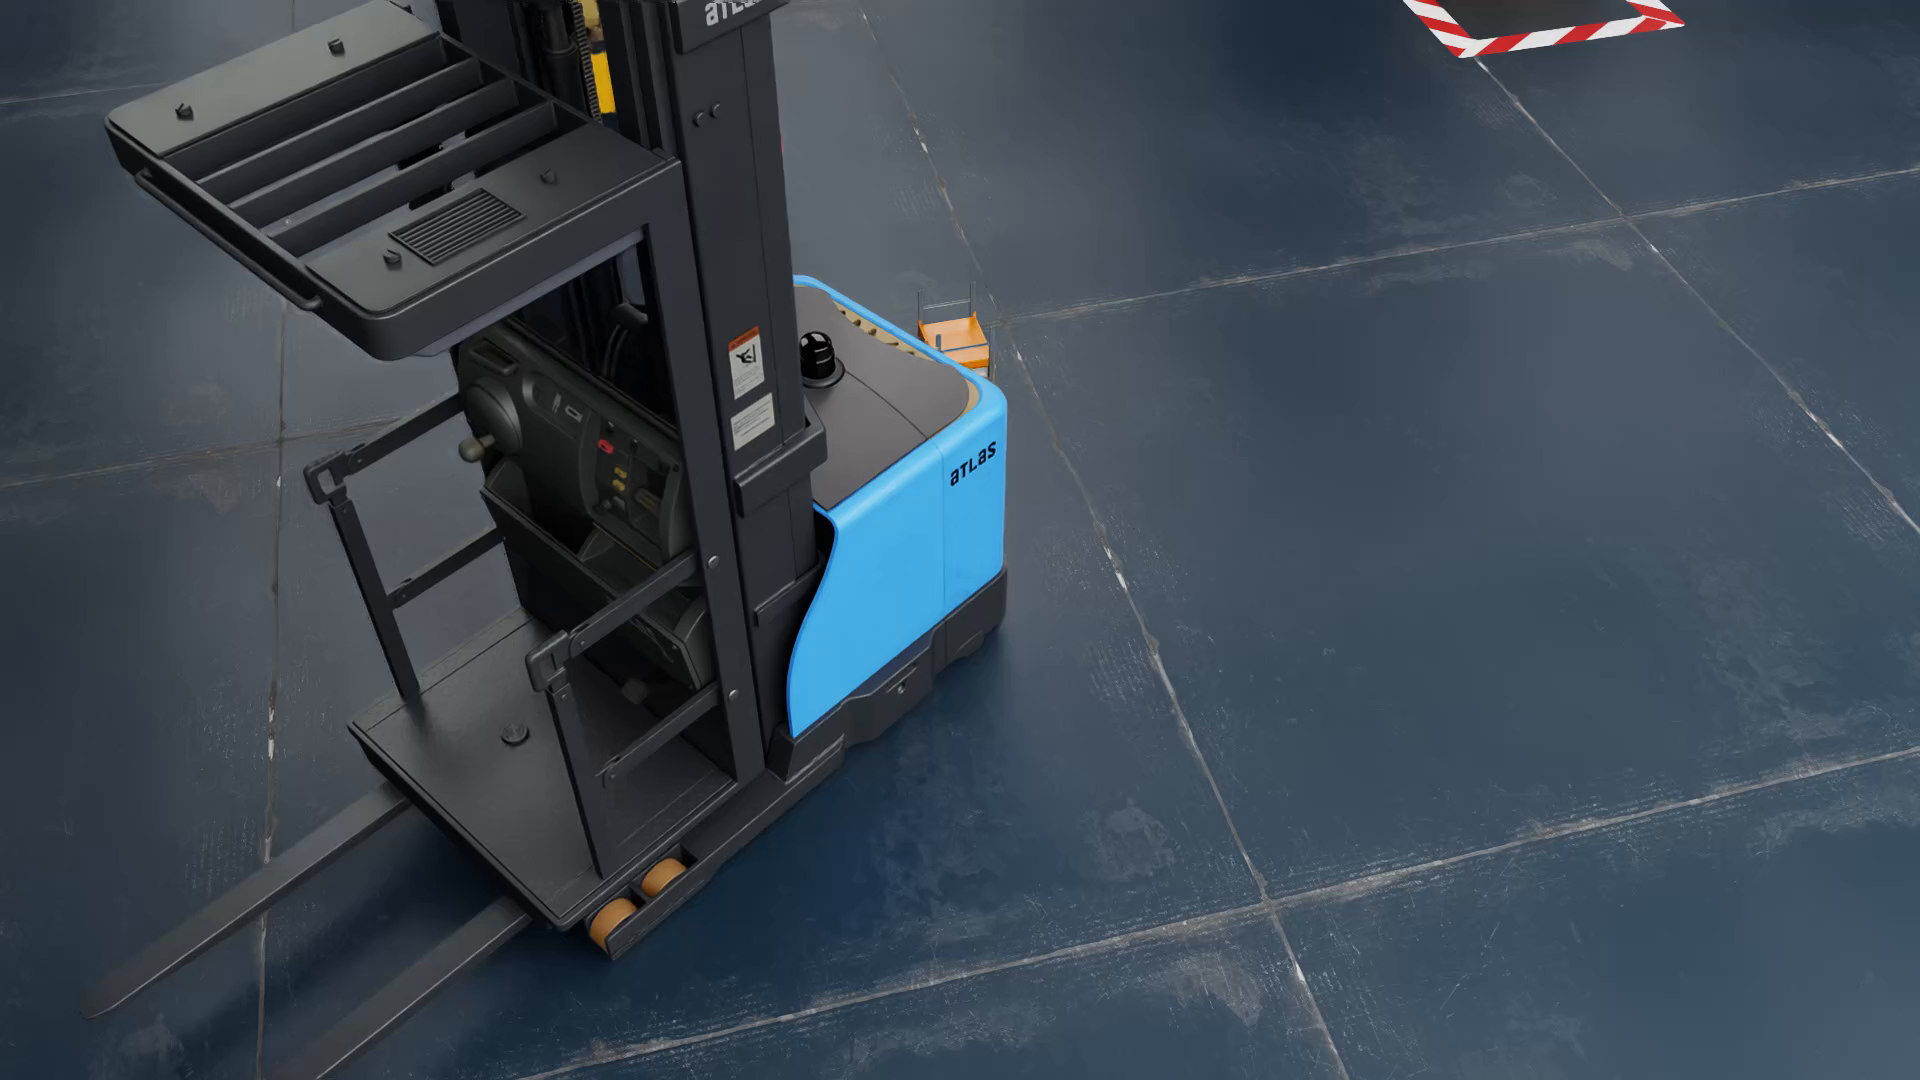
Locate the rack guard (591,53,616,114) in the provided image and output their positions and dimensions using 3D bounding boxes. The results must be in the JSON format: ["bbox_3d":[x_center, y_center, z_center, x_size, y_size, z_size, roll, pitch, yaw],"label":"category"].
[{"bbox_3d":[-1.719,-2.446,8.297,1.175,0.500,0.348,-11,47,-10],"label":"rack guard"}]

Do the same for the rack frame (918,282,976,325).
[{"bbox_3d":[-0.045,-0.489,5.994,0.200,1.050,0.008,-11,47,-10],"label":"rack frame"}]

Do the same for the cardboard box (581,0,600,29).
[{"bbox_3d":[-2.148,-2.838,8.563,0.500,0.250,0.500,-11,47,-10],"label":"cardboard box"}]

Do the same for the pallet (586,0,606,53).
[{"bbox_3d":[-1.962,-2.882,8.926,1.003,0.211,1.213,-11,47,-10],"label":"pallet"}]

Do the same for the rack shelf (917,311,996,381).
[{"bbox_3d":[-0.014,-0.596,5.716,0.215,0.259,0.240,-11,47,-10],"label":"rack shelf"}]

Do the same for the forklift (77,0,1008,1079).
[{"bbox_3d":[-1.204,-0.196,4.390,1.130,2.935,3.031,33,54,28],"label":"forklift"}]

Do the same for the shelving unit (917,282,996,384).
[{"bbox_3d":[-0.014,-0.404,5.911,0.215,1.050,0.252,-11,47,-10],"label":"shelving unit"}]

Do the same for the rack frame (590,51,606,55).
[{"bbox_3d":[-1.725,-3.338,7.421,1.000,3.000,0.127,-11,47,-10],"label":"rack frame"}]

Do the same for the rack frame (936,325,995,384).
[{"bbox_3d":[0.018,-0.320,5.829,0.200,1.050,0.008,-11,47,-10],"label":"rack frame"}]
